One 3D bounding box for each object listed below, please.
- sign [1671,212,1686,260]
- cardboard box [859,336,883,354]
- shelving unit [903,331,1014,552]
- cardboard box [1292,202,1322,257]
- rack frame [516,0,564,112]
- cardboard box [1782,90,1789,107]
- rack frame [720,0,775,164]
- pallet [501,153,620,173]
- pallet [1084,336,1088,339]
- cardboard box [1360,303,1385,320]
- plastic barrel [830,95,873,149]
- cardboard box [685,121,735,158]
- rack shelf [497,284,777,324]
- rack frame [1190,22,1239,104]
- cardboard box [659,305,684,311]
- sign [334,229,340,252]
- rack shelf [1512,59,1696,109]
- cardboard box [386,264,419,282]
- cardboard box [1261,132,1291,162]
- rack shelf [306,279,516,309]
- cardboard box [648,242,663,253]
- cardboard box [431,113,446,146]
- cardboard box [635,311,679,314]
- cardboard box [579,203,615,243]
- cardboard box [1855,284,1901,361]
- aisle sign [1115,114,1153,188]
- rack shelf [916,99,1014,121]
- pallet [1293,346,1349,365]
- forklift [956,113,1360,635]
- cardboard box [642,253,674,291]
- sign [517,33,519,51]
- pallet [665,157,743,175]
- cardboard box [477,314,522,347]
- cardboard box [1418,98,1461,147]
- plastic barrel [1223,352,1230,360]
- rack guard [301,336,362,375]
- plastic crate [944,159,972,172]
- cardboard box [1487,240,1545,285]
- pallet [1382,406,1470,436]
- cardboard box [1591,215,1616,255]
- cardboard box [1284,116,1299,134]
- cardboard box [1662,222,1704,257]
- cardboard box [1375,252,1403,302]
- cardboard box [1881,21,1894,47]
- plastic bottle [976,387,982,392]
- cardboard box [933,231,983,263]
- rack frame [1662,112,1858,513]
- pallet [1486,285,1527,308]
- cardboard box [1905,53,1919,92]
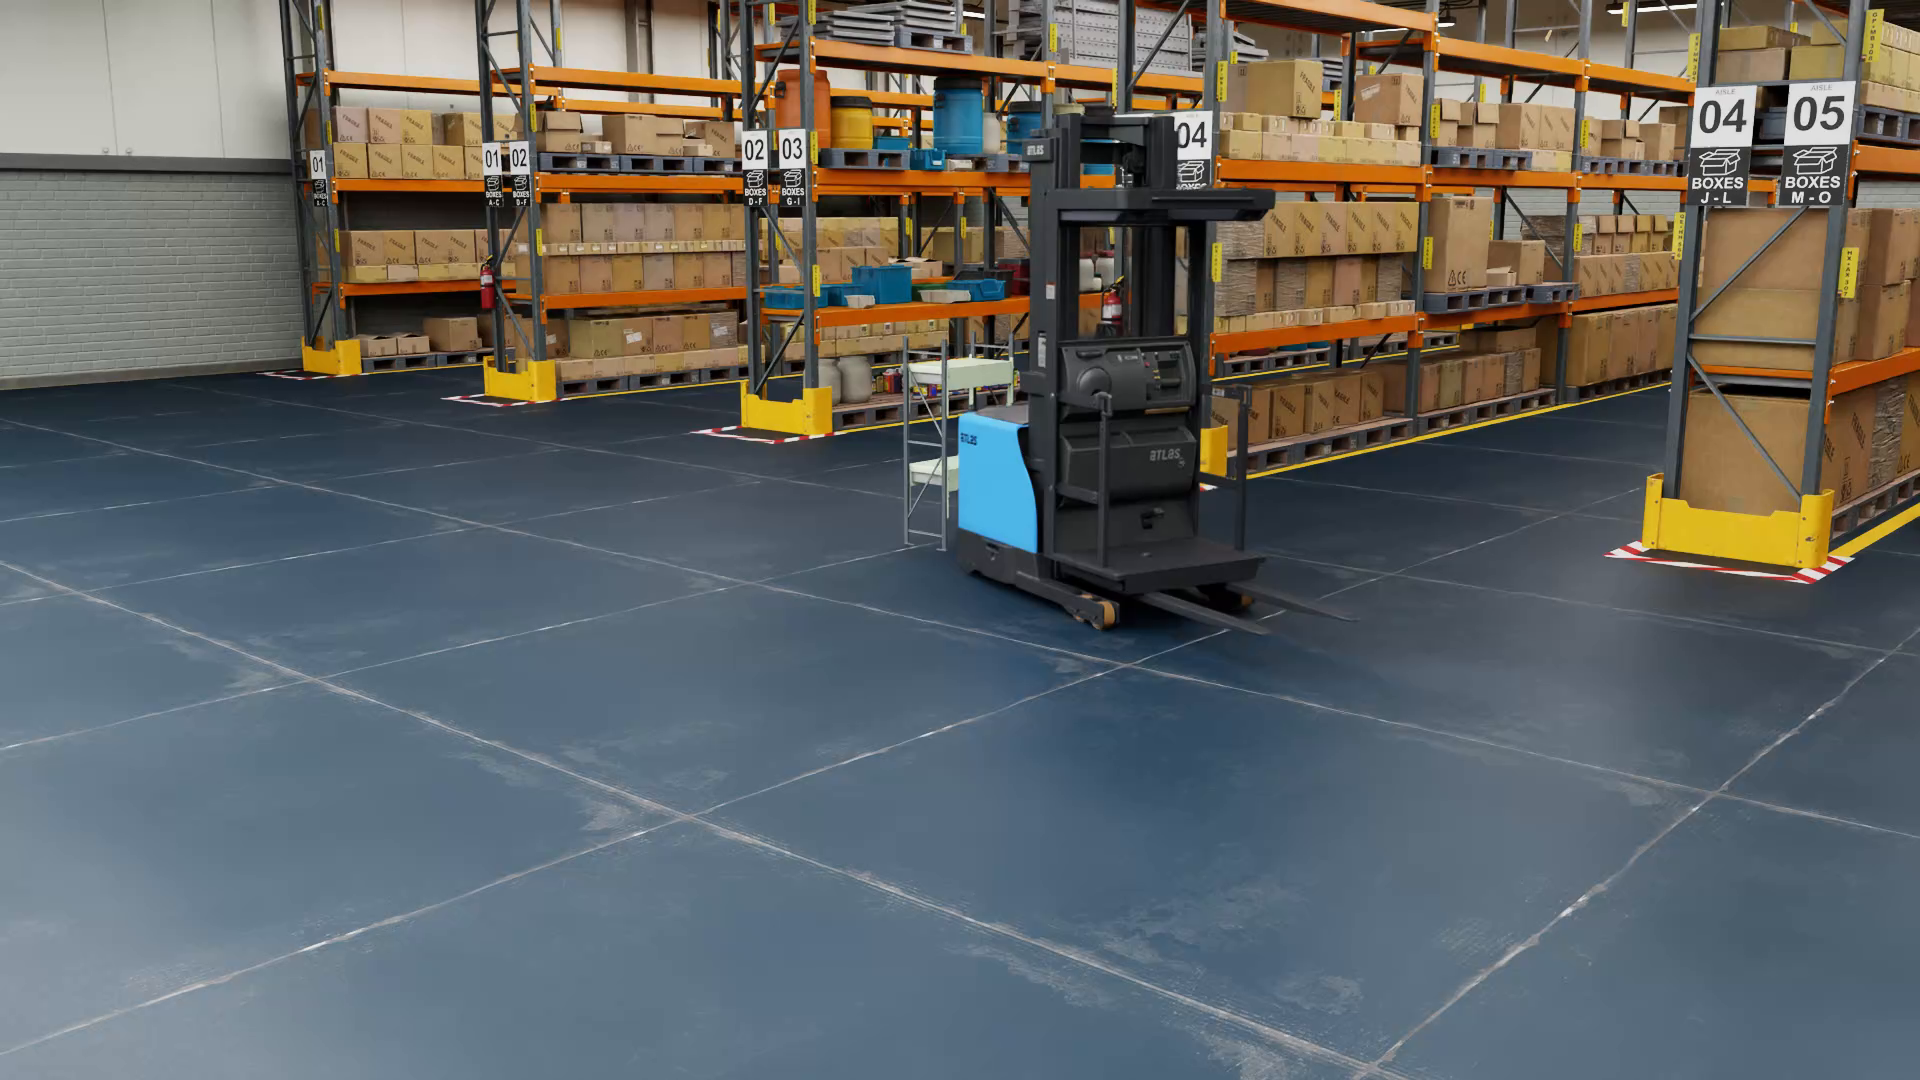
[{"bbox_3d":[5.055,-2.131,11.664,0.100,0.325,0.005,10,15,40],"label":"sign"},{"bbox_3d":[-1.537,-3.013,25.584,0.500,0.250,0.500,10,15,41],"label":"cardboard box"},{"bbox_3d":[-0.004,-0.734,12.059,0.431,1.500,0.755,10,15,40],"label":"shelving unit"},{"bbox_3d":[3.027,-2.909,15.549,0.500,0.500,0.500,10,15,40],"label":"cardboard box"},{"bbox_3d":[-6.727,-7.483,26.702,1.000,3.000,0.127,10,15,40],"label":"rack frame"},{"bbox_3d":[5.754,-3.146,11.958,0.380,0.149,0.250,10,15,41],"label":"cardboard box"},{"bbox_3d":[-3.004,-6.843,23.498,1.000,3.000,0.127,10,15,40],"label":"rack frame"},{"bbox_3d":[-5.158,-4.841,21.358,1.003,0.211,1.213,10,15,40],"label":"pallet"},{"bbox_3d":[2.731,-3.812,30.757,1.003,0.211,1.213,10,15,40],"label":"pallet"},{"bbox_3d":[4.050,-2.311,16.767,0.380,0.149,0.250,10,15,40],"label":"cardboard box"},{"bbox_3d":[-1.269,-4.625,18.499,0.600,0.588,0.600,0,11,0],"label":"plastic barrel"},{"bbox_3d":[-3.534,-5.656,23.527,0.500,0.500,0.500,-11,15,-43],"label":"cardboard box"},{"bbox_3d":[-4.324,-3.254,22.683,1.077,0.370,4.000,10,15,40],"label":"rack shelf"},{"bbox_3d":[4.917,-8.609,32.338,1.000,3.000,0.127,10,15,40],"label":"rack frame"},{"bbox_3d":[-5.257,-3.870,29.185,0.700,0.500,0.500,10,15,40],"label":"cardboard box"},{"bbox_3d":[-8.960,-4.307,23.907,0.100,0.325,0.005,10,15,40],"label":"sign"},{"bbox_3d":[8.396,-5.896,21.612,1.077,0.370,4.000,10,15,40],"label":"rack shelf"},{"bbox_3d":[-8.475,-3.998,24.901,0.500,0.250,0.500,9,15,39],"label":"cardboard box"},{"bbox_3d":[2.643,-3.543,15.016,0.500,0.250,0.500,9,15,39],"label":"cardboard box"},{"bbox_3d":[-8.048,-3.894,25.887,1.077,0.370,4.000,10,15,40],"label":"rack shelf"},{"bbox_3d":[-4.208,-3.936,22.347,0.380,0.149,0.250,10,15,41],"label":"cardboard box"},{"bbox_3d":[-8.248,-6.294,25.550,0.500,0.500,0.500,10,15,40],"label":"cardboard box"},{"bbox_3d":[-4.205,-2.952,23.365,0.500,0.500,0.500,10,15,40],"label":"cardboard box"},{"bbox_3d":[-4.948,-4.151,21.768,0.700,0.500,0.500,9,15,39],"label":"cardboard box"},{"bbox_3d":[6.475,-1.659,12.477,0.875,0.550,0.550,10,15,40],"label":"cardboard box"},{"bbox_3d":[1.528,-3.336,14.618,0.394,0.787,0.004,10,15,40],"label":"aisle sign"},{"bbox_3d":[0.957,-7.177,28.027,1.077,0.370,4.000,10,15,40],"label":"rack shelf"},{"bbox_3d":[5.455,-2.962,26.501,1.003,0.211,1.213,10,15,40],"label":"pallet"},{"bbox_3d":[1.127,-1.021,9.840,1.130,2.935,3.031,-6,13,-28],"label":"forklift"},{"bbox_3d":[-4.307,-3.657,22.607,0.700,0.500,0.500,10,15,42],"label":"cardboard box"},{"bbox_3d":[-7.148,-8.090,26.950,0.100,0.325,0.005,10,15,40],"label":"sign"},{"bbox_3d":[-3.547,-5.200,23.155,1.003,0.211,1.213,10,15,40],"label":"pallet"},{"bbox_3d":[-7.382,-3.373,26.701,0.500,0.500,0.500,8,14,36],"label":"cardboard box"},{"bbox_3d":[4.820,-4.404,17.607,0.797,0.503,0.637,9,14,38],"label":"cardboard box"},{"bbox_3d":[3.665,-3.065,24.366,0.600,0.830,0.708,10,15,40],"label":"plastic barrel"},{"bbox_3d":[-9.318,-2.738,24.644,1.175,0.500,0.348,10,15,40],"label":"rack guard"},{"bbox_3d":[-0.041,-4.314,19.164,0.243,0.136,0.396,10,15,40],"label":"plastic crate"},{"bbox_3d":[6.456,-3.284,19.666,0.500,0.500,0.700,-9,15,-39],"label":"cardboard box"},{"bbox_3d":[4.948,-1.367,18.518,1.003,0.211,1.213,10,15,40],"label":"pallet"},{"bbox_3d":[8.002,-3.950,21.515,0.797,0.503,0.637,10,15,42],"label":"cardboard box"},{"bbox_3d":[2.865,-3.780,15.184,0.380,0.149,0.250,10,15,40],"label":"cardboard box"},{"bbox_3d":[10.224,-4.274,23.663,0.500,0.500,0.500,10,15,40],"label":"cardboard box"},{"bbox_3d":[4.092,-2.757,17.340,0.875,0.500,0.500,10,15,40],"label":"cardboard box"},{"bbox_3d":[6.079,-3.414,11.264,0.380,0.149,0.250,10,15,41],"label":"cardboard box"},{"bbox_3d":[0.166,-1.969,20.053,0.144,0.351,0.185,10,15,40],"label":"plastic bottle"},{"bbox_3d":[-0.032,-4.852,27.518,0.700,0.500,0.500,4,12,21],"label":"cardboard box"},{"bbox_3d":[5.454,-1.375,11.439,1.000,3.000,0.127,10,15,40],"label":"rack frame"},{"bbox_3d":[5.799,-2.818,19.151,1.003,0.211,1.213,10,15,40],"label":"pallet"},{"bbox_3d":[6.632,-3.361,12.016,0.500,0.250,0.500,10,15,40],"label":"cardboard box"}]
